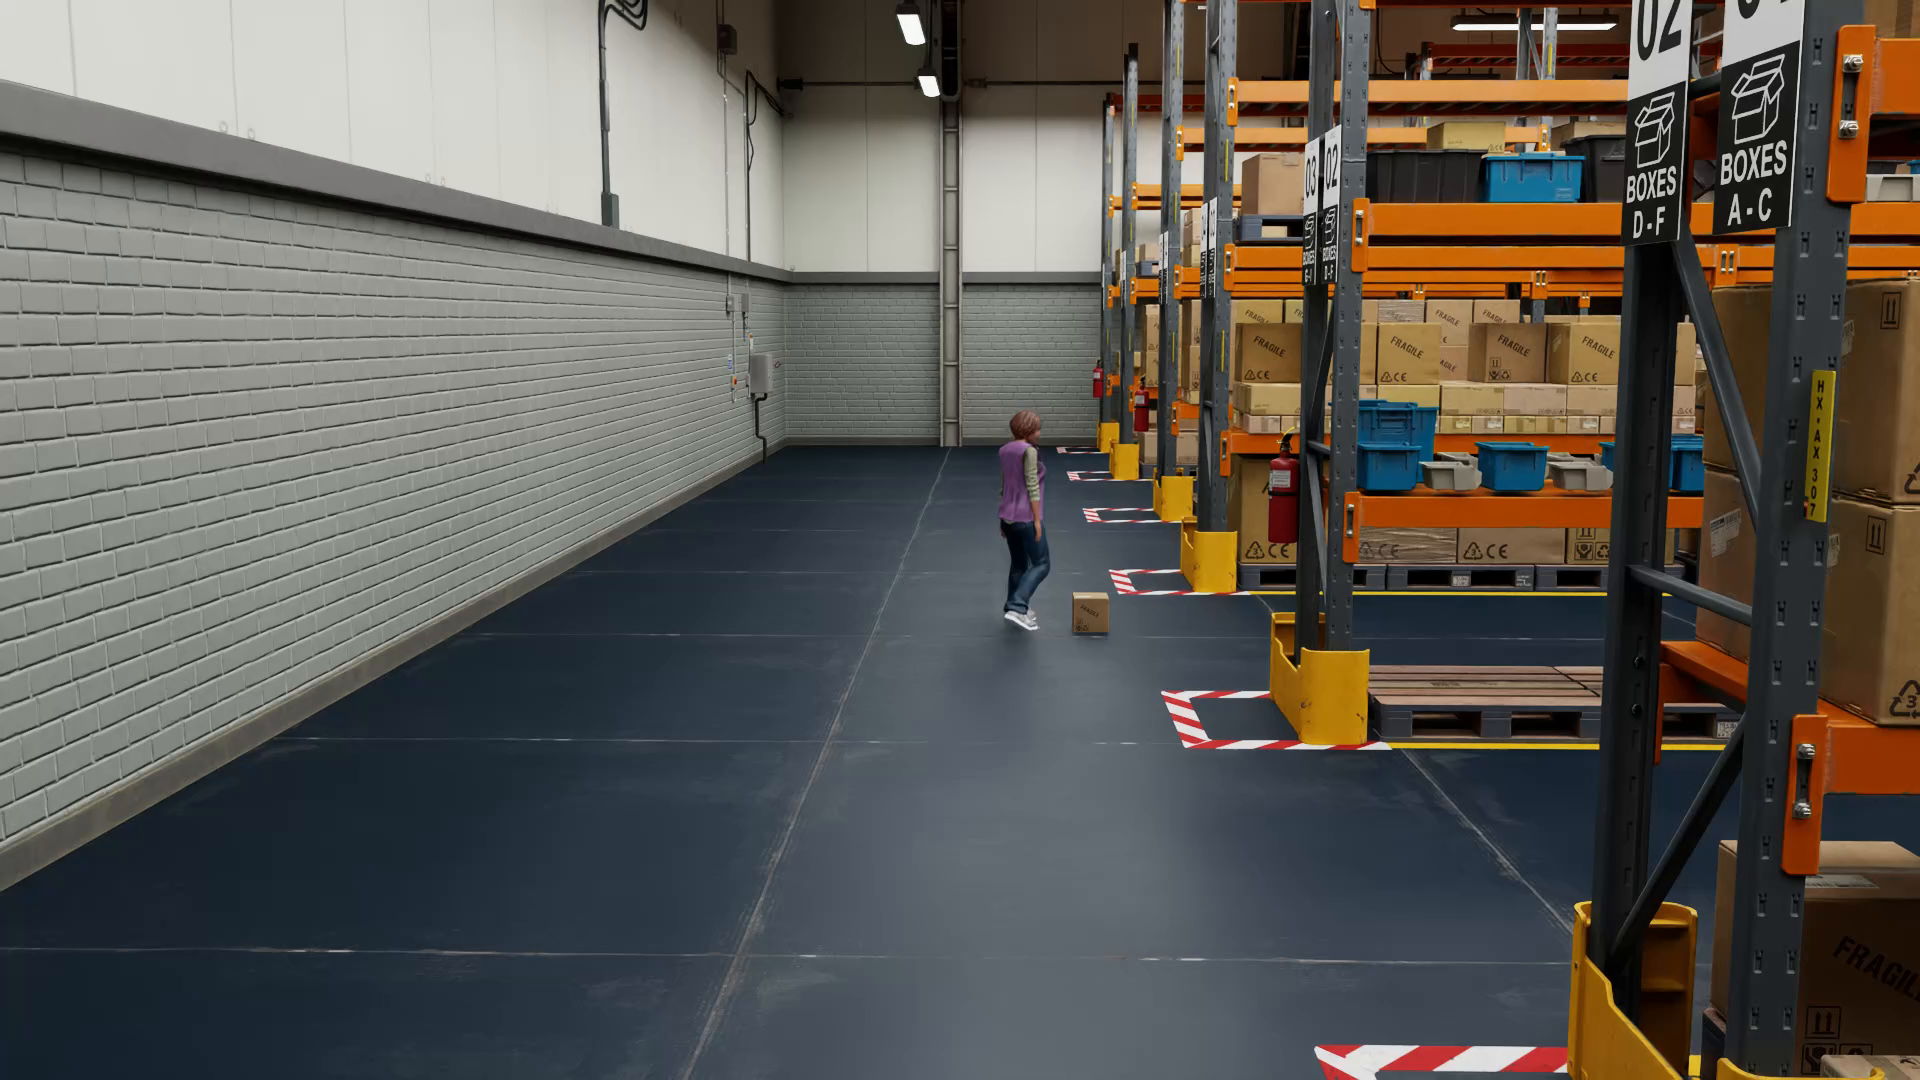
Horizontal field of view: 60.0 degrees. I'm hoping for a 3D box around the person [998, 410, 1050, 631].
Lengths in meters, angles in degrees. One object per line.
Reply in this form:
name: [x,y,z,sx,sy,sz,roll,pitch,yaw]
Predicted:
person: [0.446,-0.130,11.807,0.632,1.569,0.622,-5,9,-33]
